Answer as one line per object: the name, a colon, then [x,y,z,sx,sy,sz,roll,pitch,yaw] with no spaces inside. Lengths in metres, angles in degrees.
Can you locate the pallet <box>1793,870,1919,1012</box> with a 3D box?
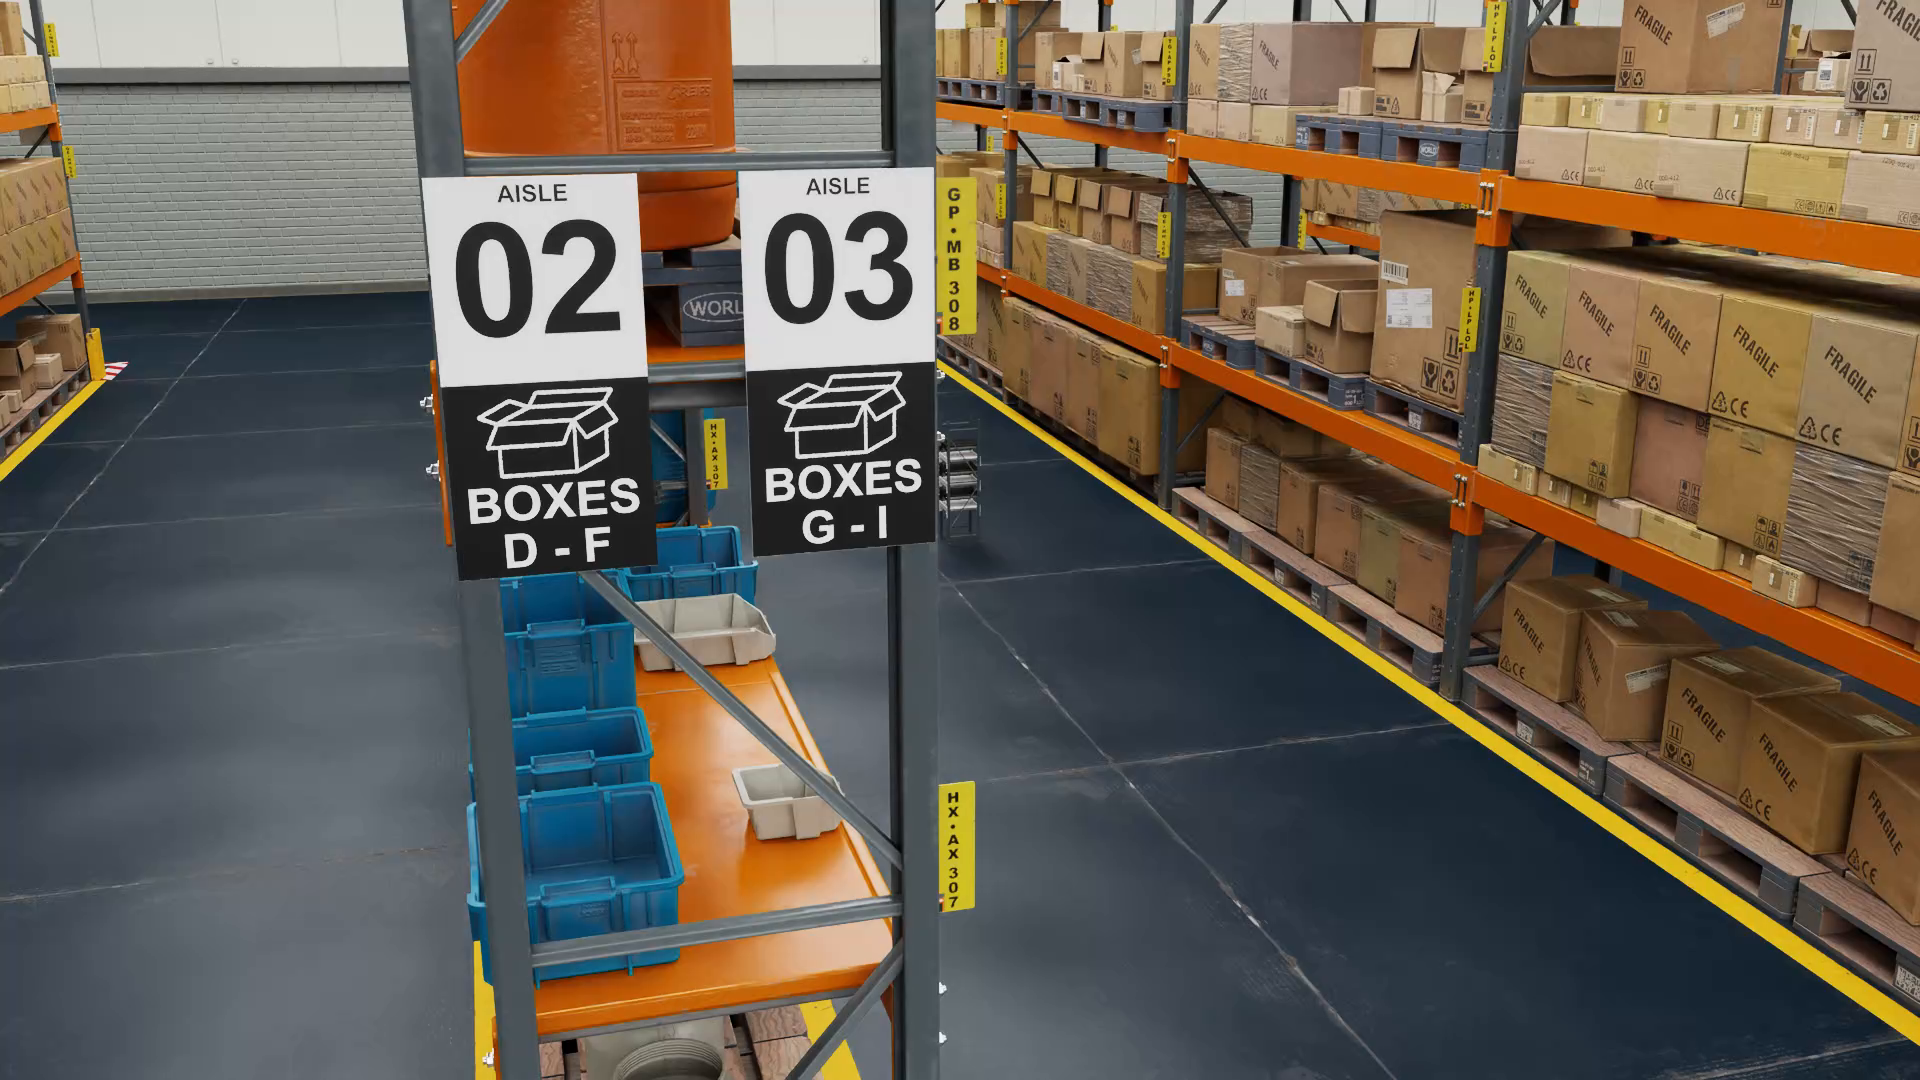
pallet: [4.008,1.587,6.303,1.003,0.211,1.213,-5,17,-15]

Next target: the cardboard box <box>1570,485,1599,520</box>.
cardboard box: [3.118,-0.198,7.833,0.380,0.149,0.250,-5,17,-15]

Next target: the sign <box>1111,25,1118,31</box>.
sign: [1.439,-4.700,15.725,0.100,0.325,0.005,-5,17,-15]

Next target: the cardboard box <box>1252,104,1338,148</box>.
cardboard box: [2.195,-2.644,10.588,0.500,0.250,0.500,-4,17,-14]

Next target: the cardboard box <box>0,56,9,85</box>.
cardboard box: [-8.903,-4.211,14.936,0.500,0.250,0.500,-5,17,-15]

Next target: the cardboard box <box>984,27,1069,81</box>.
cardboard box: [0.647,-4.765,16.309,0.700,0.500,0.500,-6,18,-19]

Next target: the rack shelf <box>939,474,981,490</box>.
rack shelf: [-0.002,-0.401,11.840,0.258,0.077,0.200,-5,17,-15]

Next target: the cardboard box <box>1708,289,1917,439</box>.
cardboard box: [3.422,-0.717,6.698,0.500,0.500,0.500,-5,17,-15]

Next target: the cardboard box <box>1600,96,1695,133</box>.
cardboard box: [3.105,-1.903,7.427,0.380,0.149,0.250,-5,17,-15]

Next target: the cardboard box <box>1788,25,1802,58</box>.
cardboard box: [6.828,-4.205,14.018,0.396,0.266,0.258,-5,17,-15]

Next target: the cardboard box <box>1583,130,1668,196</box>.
cardboard box: [3.146,-1.681,7.380,0.500,0.250,0.500,-5,17,-16]

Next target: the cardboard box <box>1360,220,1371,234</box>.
cardboard box: [4.869,-3.627,19.249,0.380,0.149,0.250,-4,17,-13]

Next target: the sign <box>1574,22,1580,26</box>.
sign: [6.250,-5.102,16.924,0.100,0.325,0.005,-5,17,-15]

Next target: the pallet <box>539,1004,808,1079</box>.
pallet: [-1.160,1.647,6.101,1.003,0.211,1.213,-5,17,-15]

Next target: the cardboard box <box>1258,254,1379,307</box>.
cardboard box: [2.456,-1.670,11.392,0.700,0.500,0.500,-2,17,-7]

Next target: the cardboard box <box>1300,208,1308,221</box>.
cardboard box: [4.392,-4.054,20.672,0.380,0.149,0.250,-5,17,-16]

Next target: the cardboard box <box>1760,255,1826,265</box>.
cardboard box: [6.680,-1.980,13.155,0.500,0.500,0.500,-5,17,-15]

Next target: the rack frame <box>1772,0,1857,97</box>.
rack frame: [6.816,-4.951,12.791,1.000,3.000,0.127,-5,17,-15]

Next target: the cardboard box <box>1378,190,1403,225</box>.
cardboard box: [5.035,-3.767,18.588,0.500,0.500,0.500,-5,17,-16]

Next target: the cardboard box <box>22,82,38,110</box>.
cardboard box: [-9.183,-4.248,15.927,0.500,0.250,0.500,-5,17,-15]

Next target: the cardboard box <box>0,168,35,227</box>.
cardboard box: [-8.890,-3.144,15.294,0.500,0.500,0.500,-4,17,-14]

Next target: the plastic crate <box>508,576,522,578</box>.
plastic crate: [-1.542,0.284,6.161,0.450,0.188,0.662,-5,17,-15]

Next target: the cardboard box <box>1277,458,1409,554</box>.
cardboard box: [2.550,-0.234,11.098,0.700,0.500,0.500,-3,17,-11]

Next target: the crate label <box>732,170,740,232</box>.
crate label: [-0.741,-1.018,5.171,0.502,0.251,0.408,-5,17,-15]

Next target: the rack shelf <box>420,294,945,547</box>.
rack shelf: [-1.094,-0.754,5.285,1.077,0.370,4.000,-5,17,-15]

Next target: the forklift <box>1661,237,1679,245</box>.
forklift: [4.497,-1.686,12.471,1.130,2.935,3.031,-5,17,-15]

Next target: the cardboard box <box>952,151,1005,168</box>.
cardboard box: [0.208,-4.242,19.300,0.500,0.500,0.500,-4,17,-15]

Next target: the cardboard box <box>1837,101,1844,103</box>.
cardboard box: [3.853,-1.731,6.855,0.380,0.149,0.250,-4,17,-13]

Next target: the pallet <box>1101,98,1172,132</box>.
pallet: [1.792,-3.233,12.616,1.213,0.211,1.003,-4,17,-13]

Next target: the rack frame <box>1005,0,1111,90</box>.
rack frame: [0.920,-5.693,15.262,1.000,3.000,0.127,-5,17,-15]

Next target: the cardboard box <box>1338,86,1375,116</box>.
cardboard box: [2.507,-2.643,10.000,0.380,0.166,0.250,-5,17,-17]

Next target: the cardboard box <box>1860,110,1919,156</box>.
cardboard box: [3.491,-1.469,5.981,0.380,0.149,0.250,-6,18,-18]

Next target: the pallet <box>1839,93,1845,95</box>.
pallet: [10.234,-5.224,19.071,1.003,0.211,1.213,-5,17,-15]

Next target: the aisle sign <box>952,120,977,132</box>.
aisle sign: [0.090,-5.215,19.579,0.394,0.787,0.004,-5,17,-15]

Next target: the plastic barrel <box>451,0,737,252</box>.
plastic barrel: [-0.800,-1.077,3.631,0.600,0.830,0.708,-5,17,-15]

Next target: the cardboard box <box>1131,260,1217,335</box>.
cardboard box: [1.646,-1.878,12.816,0.500,0.500,0.500,-4,17,-14]

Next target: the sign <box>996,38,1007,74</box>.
sign: [0.387,-4.497,15.460,0.100,0.325,0.005,-5,17,-15]

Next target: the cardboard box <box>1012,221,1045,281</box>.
cardboard box: [0.806,-2.721,15.621,0.500,0.500,0.500,-5,17,-15]

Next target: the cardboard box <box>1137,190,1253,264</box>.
cardboard box: [1.834,-2.445,12.960,0.797,0.503,0.637,-4,17,-13]

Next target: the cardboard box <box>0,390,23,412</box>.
cardboard box: [-8.760,-1.263,15.103,0.380,0.166,0.250,-5,17,-15]

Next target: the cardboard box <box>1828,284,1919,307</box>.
cardboard box: [3.916,-0.758,6.833,0.500,0.500,0.500,-5,17,-15]

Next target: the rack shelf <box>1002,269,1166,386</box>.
rack shelf: [1.470,-1.922,14.387,1.077,0.370,4.000,-5,17,-15]

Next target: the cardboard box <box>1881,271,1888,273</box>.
cardboard box: [7.213,-2.198,12.142,0.700,0.500,0.500,-5,17,-16]

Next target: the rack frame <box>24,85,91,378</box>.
rack frame: [-9.705,-3.144,17.204,1.000,3.000,0.127,-5,17,-15]

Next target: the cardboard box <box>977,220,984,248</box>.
cardboard box: [0.402,-3.135,16.917,0.500,0.250,0.500,-4,17,-14]

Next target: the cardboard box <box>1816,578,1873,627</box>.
cardboard box: [3.582,0.213,6.466,0.380,0.149,0.250,-5,17,-15]

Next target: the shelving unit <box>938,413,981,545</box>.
shelving unit: [-0.002,-0.433,11.830,0.258,0.900,0.210,-5,17,-15]

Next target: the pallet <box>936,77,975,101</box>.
pallet: [0.374,-4.778,17.584,1.003,0.211,1.213,-5,17,-15]

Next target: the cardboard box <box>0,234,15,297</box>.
cardboard box: [-8.628,-2.389,14.518,0.500,0.500,0.500,-4,17,-14]

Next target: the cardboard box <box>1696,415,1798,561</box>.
cardboard box: [3.619,-0.255,6.895,0.875,0.500,0.500,-5,17,-15]

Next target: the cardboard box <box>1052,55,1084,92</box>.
cardboard box: [1.135,-4.104,14.612,0.500,0.311,0.500,-5,18,-17]
